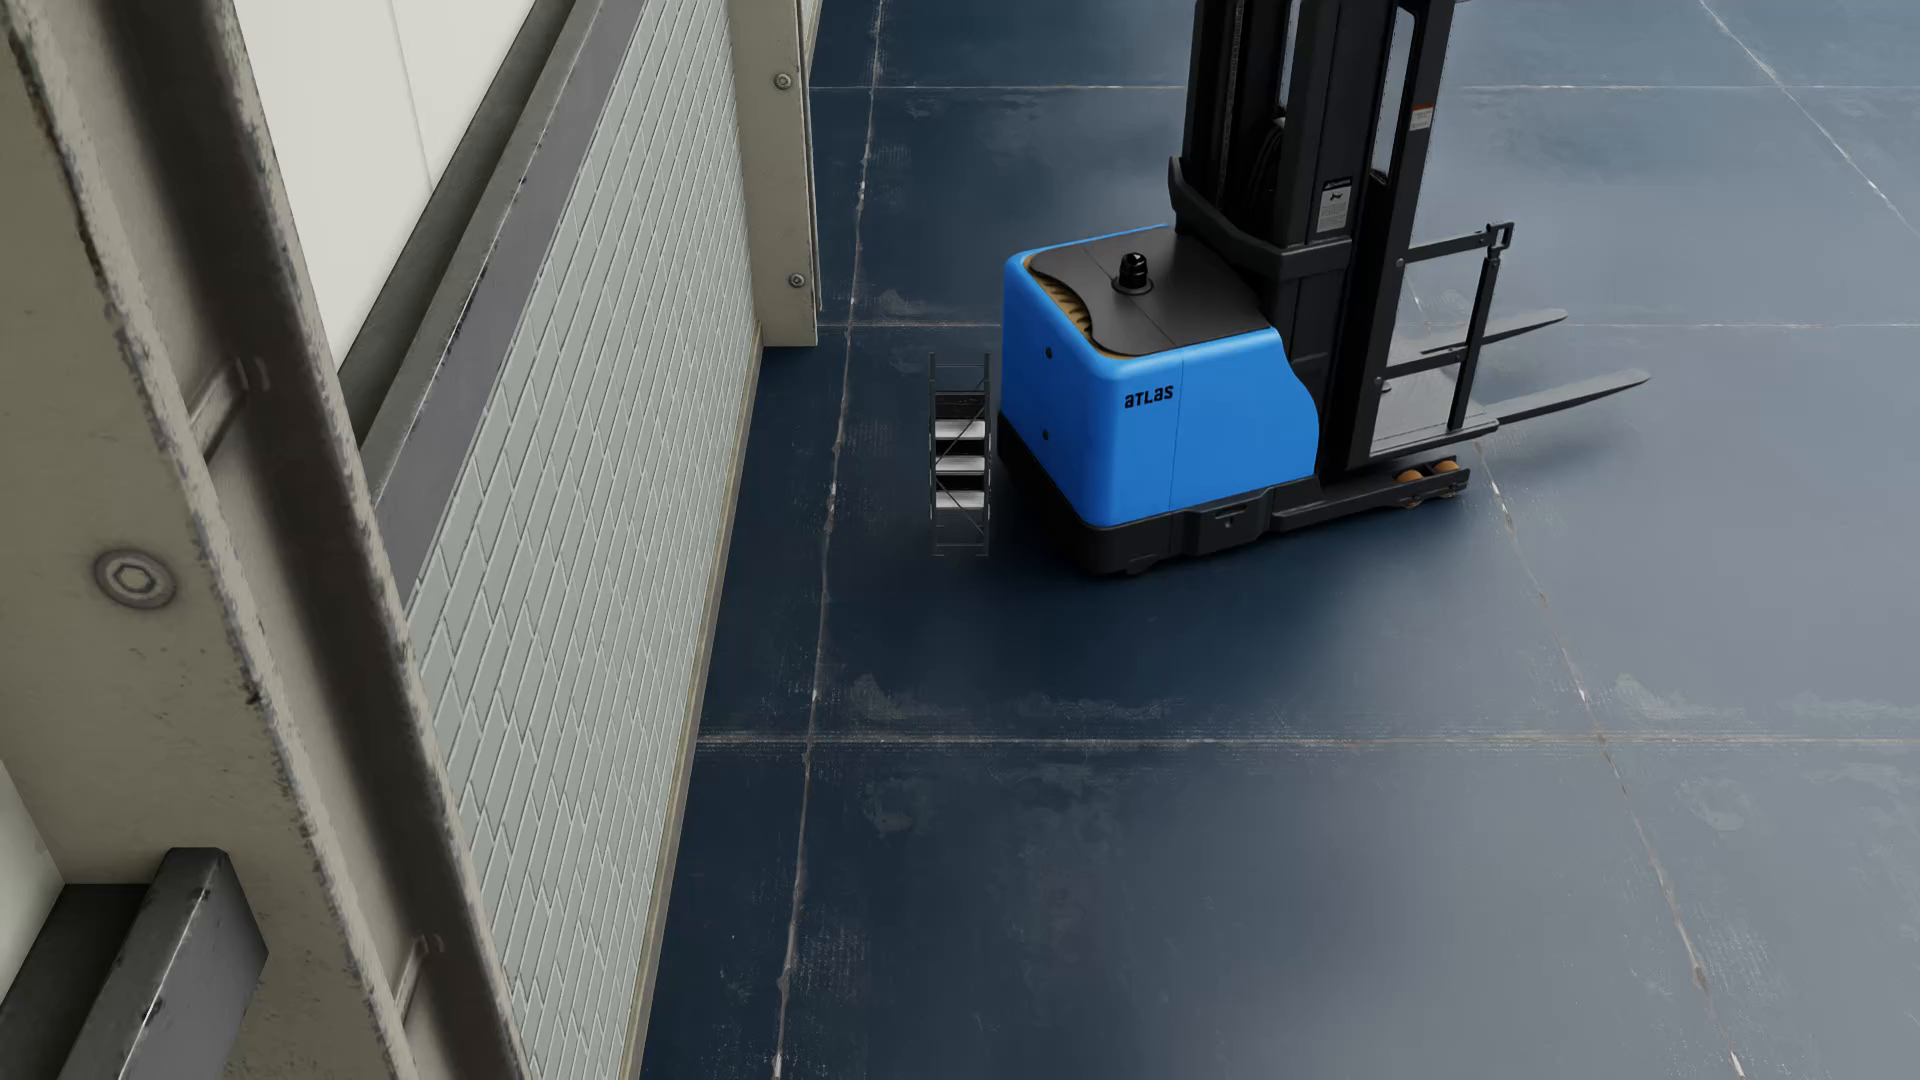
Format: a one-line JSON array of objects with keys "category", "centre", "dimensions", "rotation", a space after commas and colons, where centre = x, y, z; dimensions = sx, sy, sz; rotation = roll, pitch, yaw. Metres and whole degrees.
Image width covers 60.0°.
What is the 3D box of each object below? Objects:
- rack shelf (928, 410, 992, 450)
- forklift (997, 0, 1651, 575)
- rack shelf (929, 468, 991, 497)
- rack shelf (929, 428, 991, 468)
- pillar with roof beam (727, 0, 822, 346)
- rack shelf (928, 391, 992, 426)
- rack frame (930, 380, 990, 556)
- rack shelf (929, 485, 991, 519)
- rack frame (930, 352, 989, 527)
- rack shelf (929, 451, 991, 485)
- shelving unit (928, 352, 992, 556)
[{"category": "rack shelf", "centre": [0.000, -0.461, 6.871], "dimensions": [0.258, 0.077, 0.200], "rotation": [0, 39, 0]}, {"category": "forklift", "centre": [1.738, -1.581, 6.879], "dimensions": [3.031, 2.935, 1.130], "rotation": [-14, 41, -17]}, {"category": "rack shelf", "centre": [0.000, -0.250, 7.039], "dimensions": [0.258, 0.077, 0.200], "rotation": [0, 39, 0]}, {"category": "rack shelf", "centre": [0.000, -0.390, 6.927], "dimensions": [0.258, 0.077, 0.200], "rotation": [0, 39, 0]}, {"category": "pillar with roof beam", "centre": [3.419, -4.628, 5.830], "dimensions": [9.100, 9.000, 0.400], "rotation": [0, 39, 0]}, {"category": "rack shelf", "centre": [0.000, -0.531, 6.814], "dimensions": [0.258, 0.077, 0.200], "rotation": [0, 39, 0]}, {"category": "rack frame", "centre": [0.000, -0.282, 6.883], "dimensions": [0.240, 0.900, 0.006], "rotation": [0, 39, 0]}, {"category": "rack shelf", "centre": [0.000, -0.180, 7.096], "dimensions": [0.258, 0.077, 0.200], "rotation": [0, 39, 0]}, {"category": "rack frame", "centre": [0.000, -0.410, 7.042], "dimensions": [0.240, 0.900, 0.006], "rotation": [0, 39, 0]}, {"category": "rack shelf", "centre": [0.000, -0.320, 6.983], "dimensions": [0.258, 0.077, 0.200], "rotation": [0, 39, 0]}, {"category": "shelving unit", "centre": [0.000, -0.346, 6.962], "dimensions": [0.258, 0.900, 0.210], "rotation": [0, 39, 0]}]
